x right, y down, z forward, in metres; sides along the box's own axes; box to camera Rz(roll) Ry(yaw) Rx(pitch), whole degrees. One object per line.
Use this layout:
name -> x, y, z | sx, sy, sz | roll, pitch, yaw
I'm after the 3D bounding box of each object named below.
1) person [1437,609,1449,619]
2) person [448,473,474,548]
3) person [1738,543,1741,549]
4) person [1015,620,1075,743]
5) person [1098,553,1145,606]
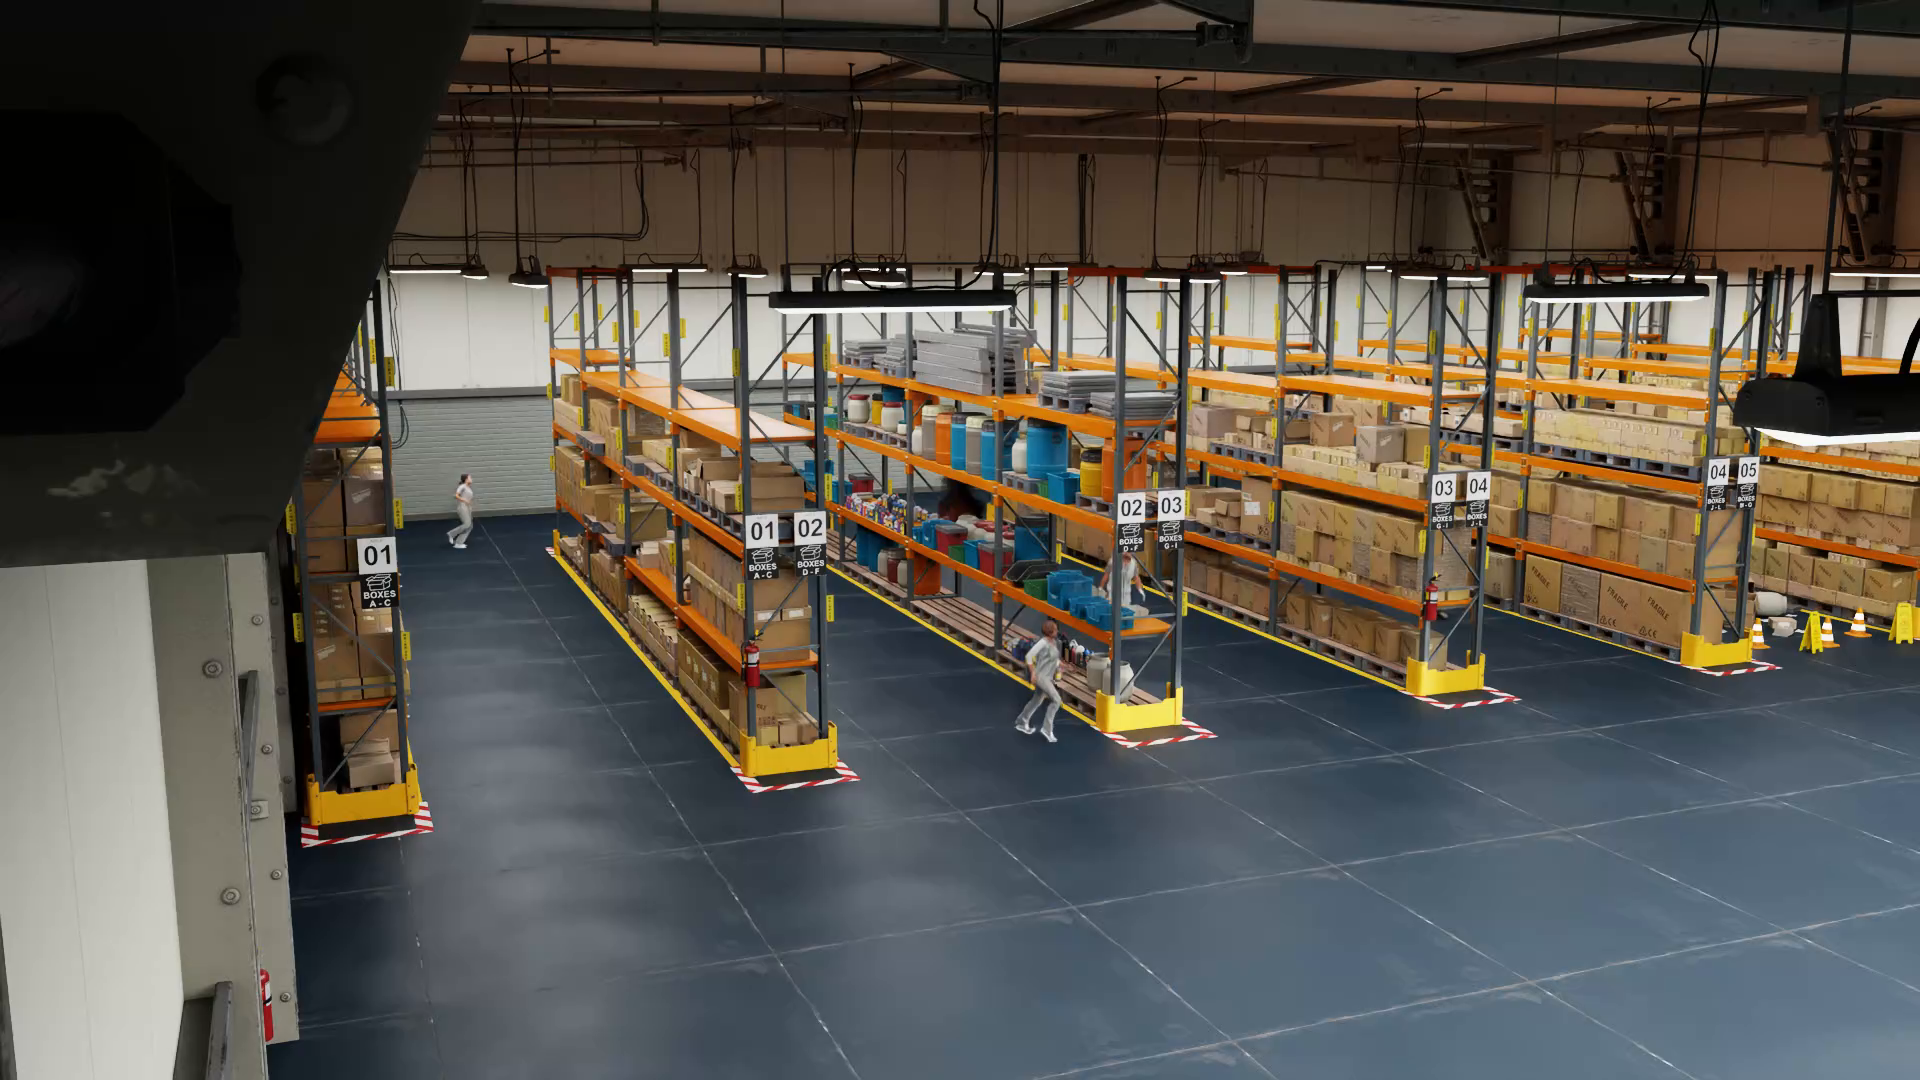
person -> 8.331, 0.479, 28.855 | 0.817, 1.736, 0.612 | 0, 10, -2
person -> -10.741, -0.650, 35.912 | 0.543, 1.564, 0.701 | 2, 10, 13
person -> 16.209, -0.616, 35.087 | 0.698, 1.748, 0.922 | -6, 11, -30
person -> 1.090, 1.833, 21.622 | 0.798, 1.621, 0.440 | 3, 10, 17
person -> 2.575, 0.832, 26.901 | 0.679, 1.690, 0.684 | -4, 11, -21
